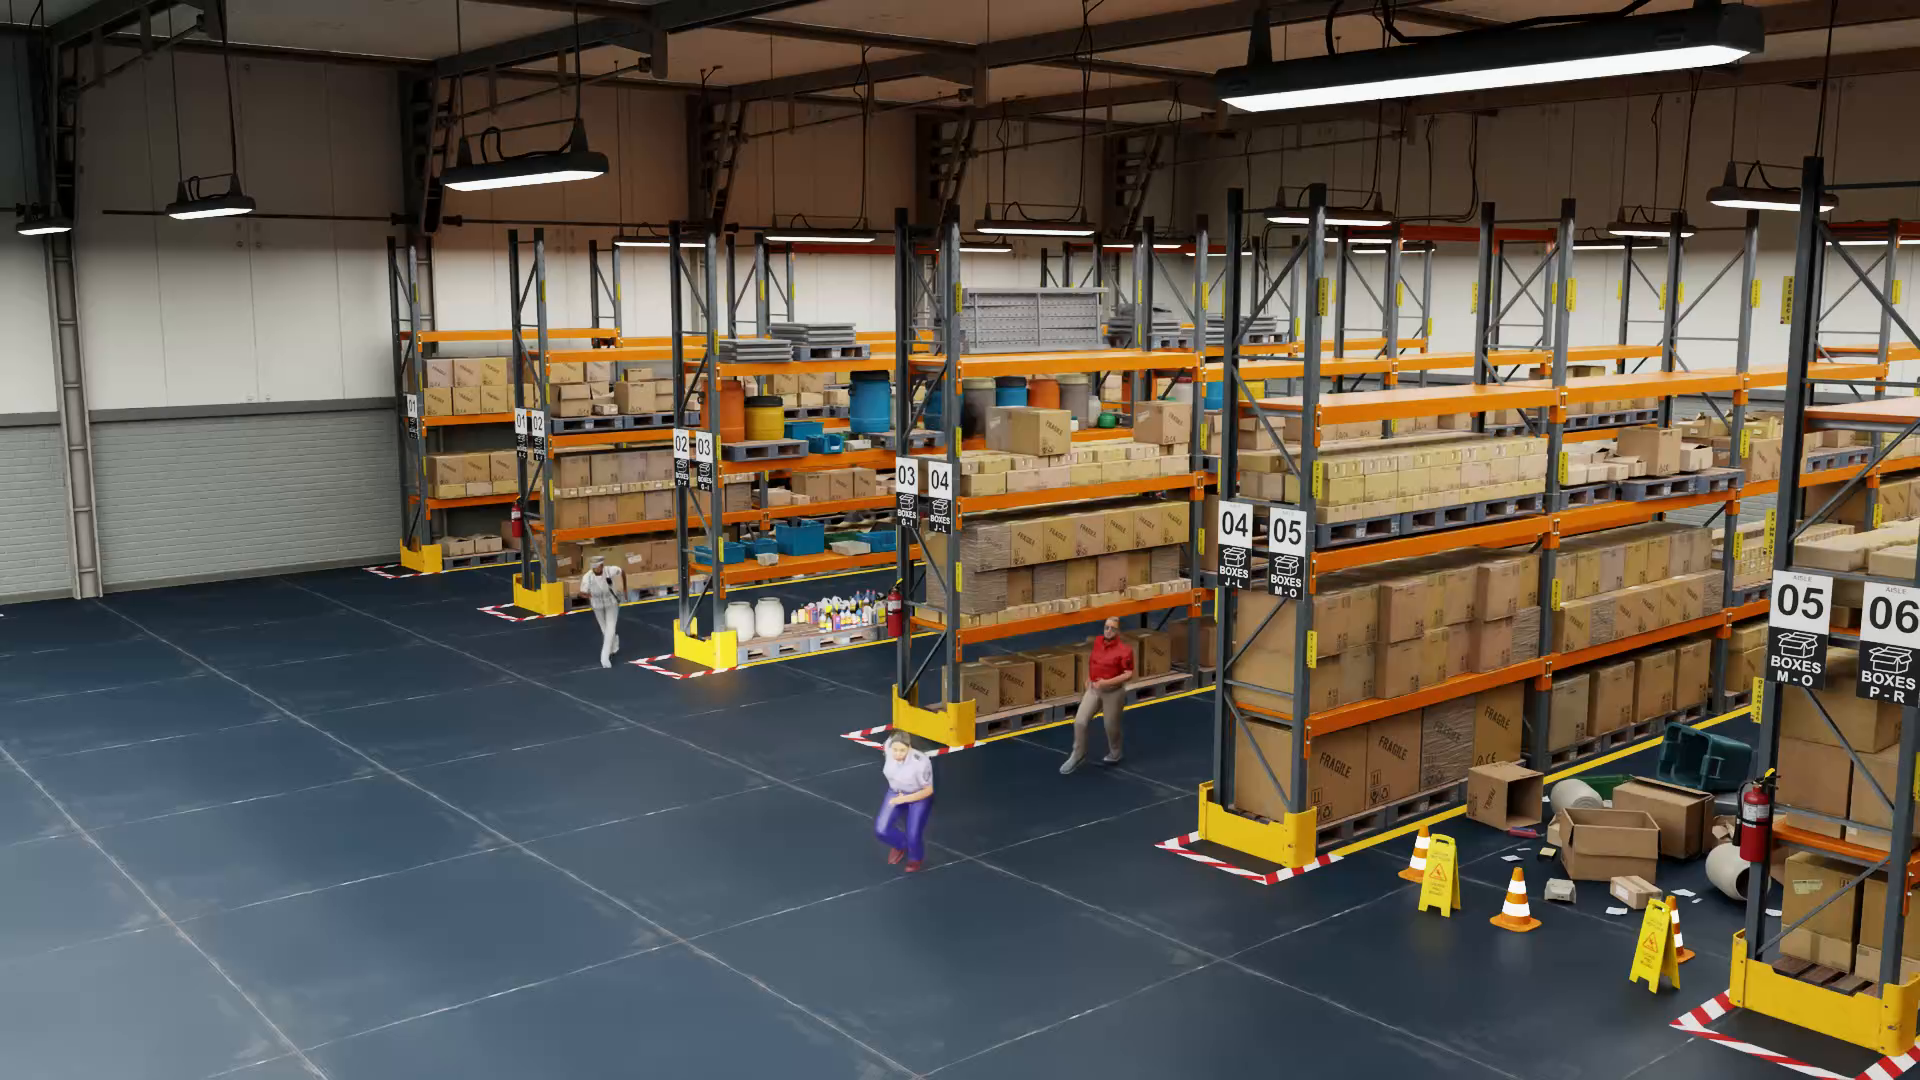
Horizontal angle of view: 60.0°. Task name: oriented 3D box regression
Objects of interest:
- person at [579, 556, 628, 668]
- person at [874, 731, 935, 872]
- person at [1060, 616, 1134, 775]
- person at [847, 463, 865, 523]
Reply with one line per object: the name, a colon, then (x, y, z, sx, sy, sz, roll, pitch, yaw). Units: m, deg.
person: (-4.887, 0.930, 22.873, 0.601, 1.537, 1.057, 0, 9, -2)
person: (-0.460, 2.271, 14.408, 0.608, 1.413, 0.935, 4, 10, 23)
person: (1.535, 1.628, 17.605, 0.732, 1.712, 0.835, 6, 11, 34)
person: (-2.076, -0.727, 33.120, 0.810, 1.625, 0.501, -6, 11, -36)
